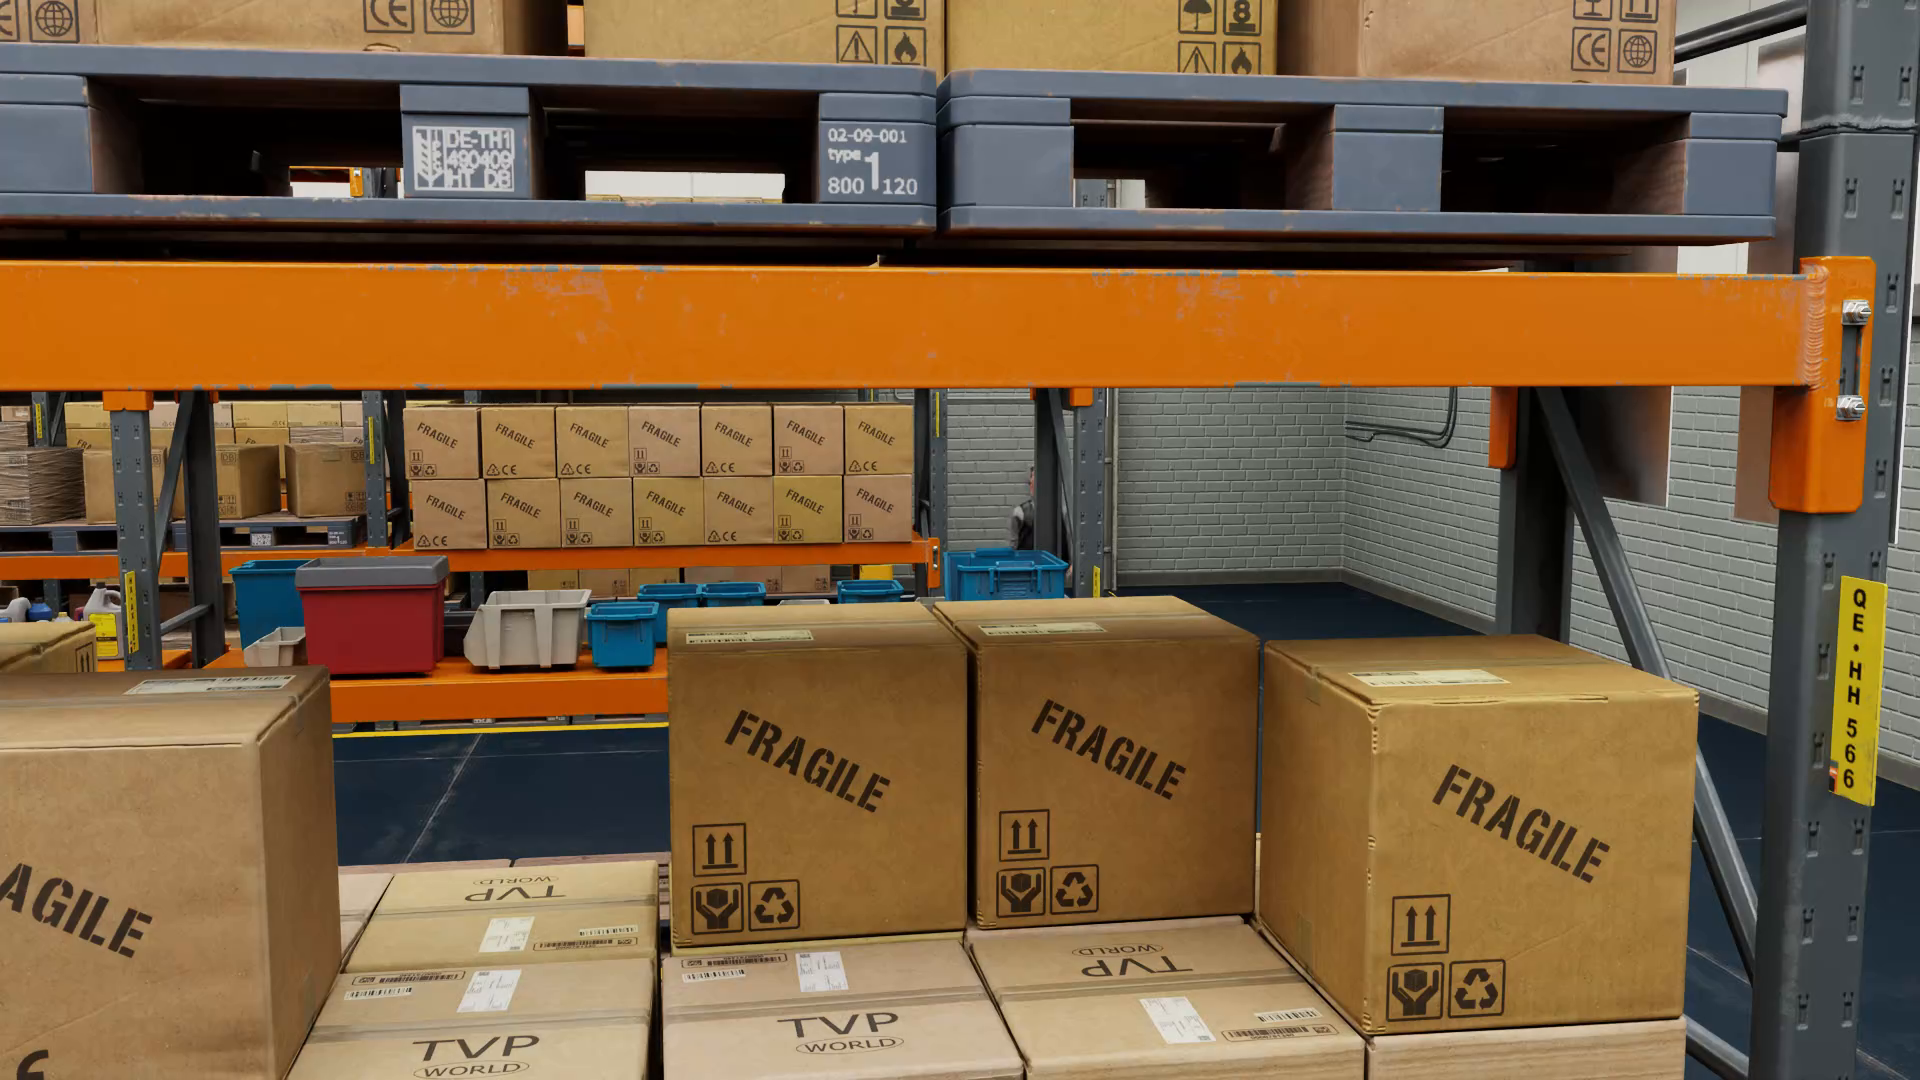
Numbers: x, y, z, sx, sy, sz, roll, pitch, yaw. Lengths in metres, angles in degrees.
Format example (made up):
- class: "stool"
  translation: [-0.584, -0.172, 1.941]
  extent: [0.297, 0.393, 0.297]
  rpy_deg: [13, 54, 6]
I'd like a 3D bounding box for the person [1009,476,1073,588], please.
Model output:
- class: "person"
  translation: [0.718, 0.269, 13.819]
  extent: [0.558, 1.657, 1.043]
  rpy_deg: [-1, 7, -9]
